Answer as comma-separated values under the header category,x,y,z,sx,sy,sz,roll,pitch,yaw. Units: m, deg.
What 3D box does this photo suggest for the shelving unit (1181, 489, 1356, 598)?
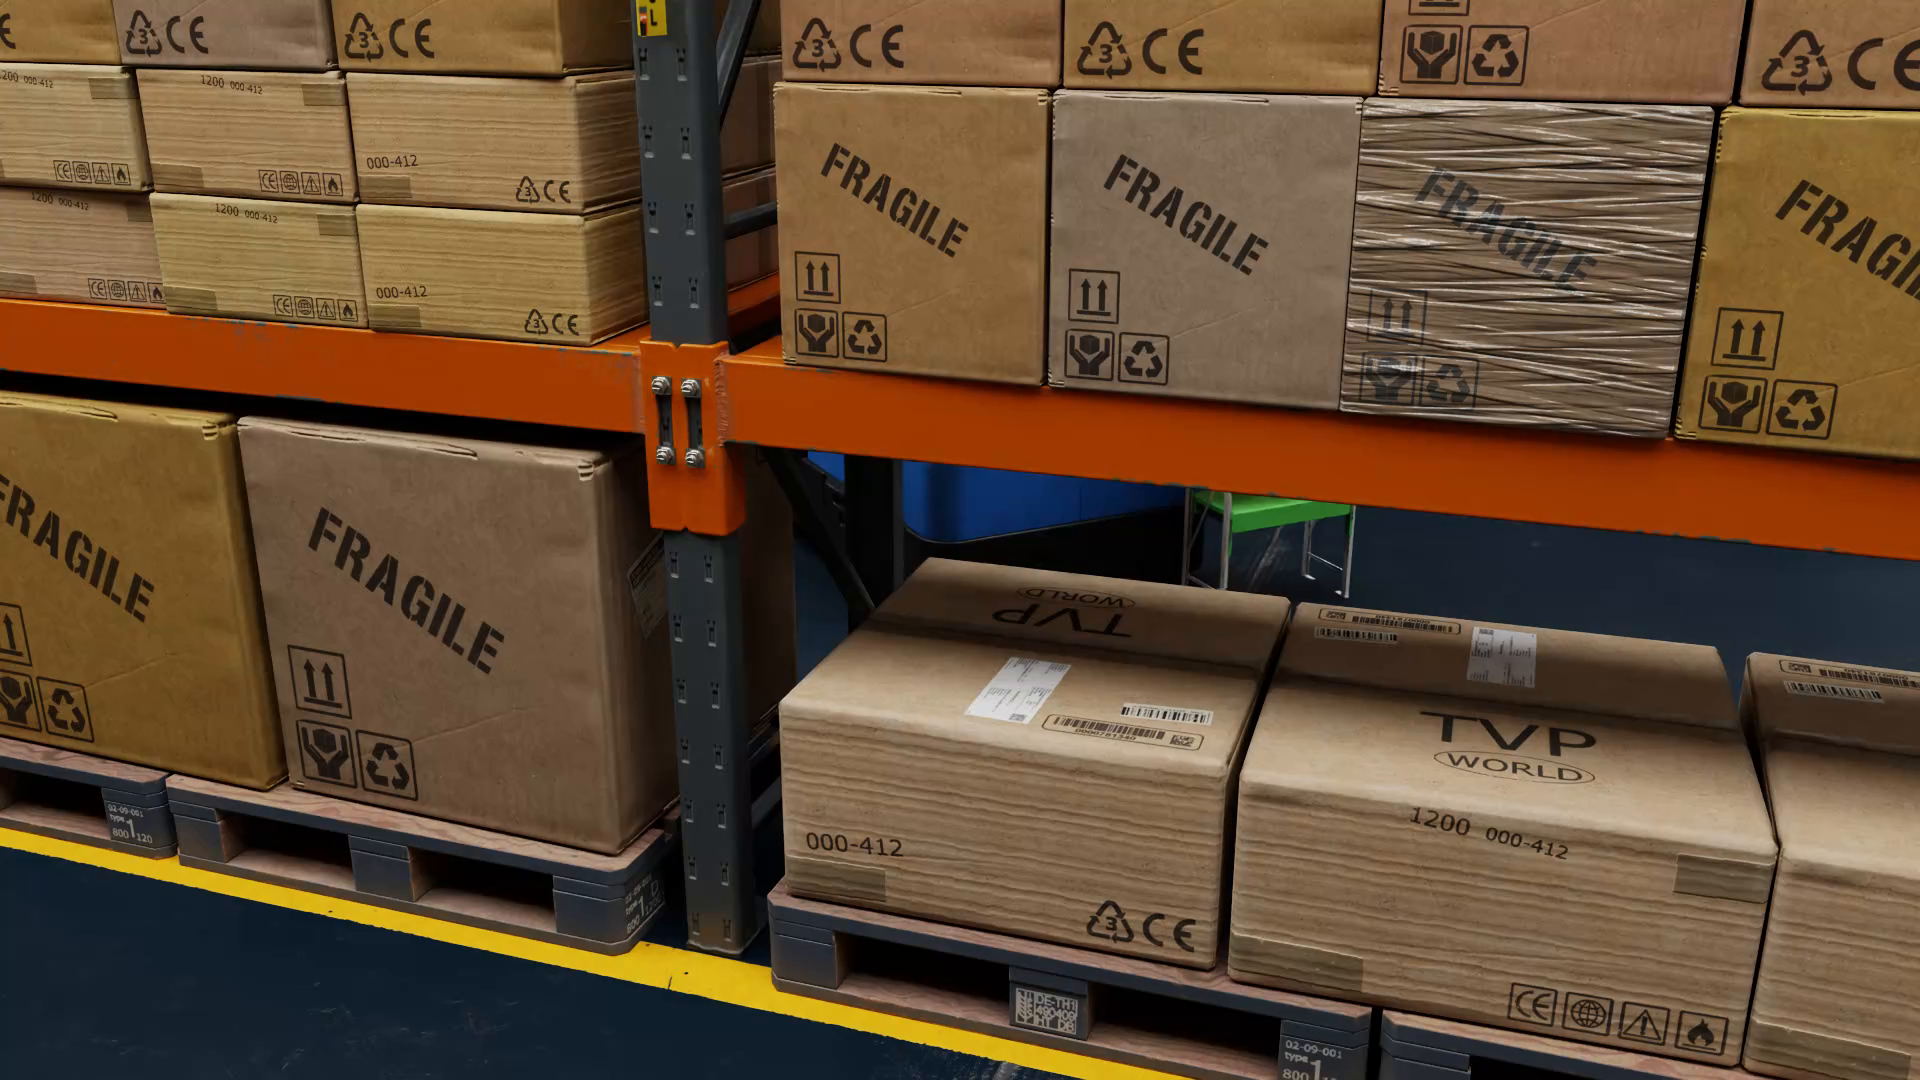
category,x,y,z,sx,sy,sz,roll,pitch,yaw
shelving unit,1.012,-0.375,5.329,0.503,1.200,0.258,-9,21,-24

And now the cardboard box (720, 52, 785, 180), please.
category,x,y,z,sx,sy,sz,roll,pitch,yaw
cardboard box,-0.685,-0.989,3.824,0.500,0.250,0.500,6,20,16

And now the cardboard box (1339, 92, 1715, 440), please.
category,x,y,z,sx,sy,sz,roll,pitch,yaw
cardboard box,0.937,-0.492,2.779,0.500,0.500,0.500,7,20,18

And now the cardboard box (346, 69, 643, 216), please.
category,x,y,z,sx,sy,sz,roll,pitch,yaw
cardboard box,-0.858,-0.826,3.356,0.500,0.250,0.500,7,20,18

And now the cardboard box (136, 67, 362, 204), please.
category,x,y,z,sx,sy,sz,roll,pitch,yaw
cardboard box,-1.333,-0.877,3.505,0.500,0.250,0.500,7,20,19

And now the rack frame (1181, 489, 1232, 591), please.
category,x,y,z,sx,sy,sz,roll,pitch,yaw
rack frame,0.791,-0.340,5.230,0.015,1.200,0.240,-9,21,-24

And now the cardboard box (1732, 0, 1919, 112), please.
category,x,y,z,sx,sy,sz,roll,pitch,yaw
cardboard box,1.439,-0.910,2.460,0.500,0.500,0.500,6,20,18

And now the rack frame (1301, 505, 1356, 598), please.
category,x,y,z,sx,sy,sz,roll,pitch,yaw
rack frame,1.232,-0.409,5.428,0.015,1.200,0.240,-9,21,-24

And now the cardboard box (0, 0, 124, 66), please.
category,x,y,z,sx,sy,sz,roll,pitch,yaw
cardboard box,-1.830,-1.292,3.556,0.500,0.500,0.500,7,20,20

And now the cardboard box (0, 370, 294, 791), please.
category,x,y,z,sx,sy,sz,roll,pitch,yaw
cardboard box,-1.830,-0.021,4.169,0.875,0.875,0.875,7,20,20

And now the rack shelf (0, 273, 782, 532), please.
category,x,y,z,sx,sy,sz,roll,pitch,yaw
rack shelf,-2.251,-0.565,4.232,4.000,0.370,1.077,7,20,18

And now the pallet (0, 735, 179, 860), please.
category,x,y,z,sx,sy,sz,roll,pitch,yaw
pallet,-2.272,0.437,4.501,1.213,0.211,1.003,7,20,18

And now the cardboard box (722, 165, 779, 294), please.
category,x,y,z,sx,sy,sz,roll,pitch,yaw
cardboard box,-0.691,-0.747,3.891,0.500,0.250,0.500,6,20,17

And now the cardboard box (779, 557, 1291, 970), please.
category,x,y,z,sx,sy,sz,roll,pitch,yaw
cardboard box,0.196,0.424,3.556,0.875,0.438,0.875,6,20,17

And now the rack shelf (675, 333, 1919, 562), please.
category,x,y,z,sx,sy,sz,roll,pitch,yaw
rack shelf,1.527,-0.133,2.993,4.000,0.370,1.077,7,20,18

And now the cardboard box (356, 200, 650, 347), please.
category,x,y,z,sx,sy,sz,roll,pitch,yaw
cardboard box,-0.868,-0.588,3.433,0.500,0.250,0.500,6,20,17

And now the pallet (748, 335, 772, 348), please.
category,x,y,z,sx,sy,sz,roll,pitch,yaw
pallet,-0.725,-1.137,9.016,1.213,0.211,1.003,7,20,18

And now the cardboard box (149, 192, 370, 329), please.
category,x,y,z,sx,sy,sz,roll,pitch,yaw
cardboard box,-1.349,-0.643,3.592,0.500,0.250,0.500,6,20,17

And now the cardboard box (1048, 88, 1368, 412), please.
category,x,y,z,sx,sy,sz,roll,pitch,yaw
cardboard box,0.469,-0.548,2.939,0.500,0.500,0.500,7,20,18

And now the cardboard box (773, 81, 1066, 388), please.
category,x,y,z,sx,sy,sz,roll,pitch,yaw
cardboard box,-0.005,-0.604,3.099,0.500,0.500,0.500,7,20,20

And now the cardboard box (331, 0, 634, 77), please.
category,x,y,z,sx,sy,sz,roll,pitch,yaw
cardboard box,-0.866,-1.178,3.228,0.500,0.500,0.500,7,20,20

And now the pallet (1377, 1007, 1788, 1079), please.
category,x,y,z,sx,sy,sz,roll,pitch,yaw
pallet,1.487,0.866,3.271,1.213,0.211,1.003,7,20,18

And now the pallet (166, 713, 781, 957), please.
category,x,y,z,sx,sy,sz,roll,pitch,yaw
pallet,-1.116,0.568,4.125,1.213,0.211,1.003,7,20,18

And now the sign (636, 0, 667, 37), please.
category,x,y,z,sx,sy,sz,roll,pitch,yaw
sign,-0.531,-1.028,2.830,0.005,0.325,0.100,7,20,18

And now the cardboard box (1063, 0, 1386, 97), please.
category,x,y,z,sx,sy,sz,roll,pitch,yaw
cardboard box,0.483,-1.025,2.787,0.500,0.500,0.500,6,20,17

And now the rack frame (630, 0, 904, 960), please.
category,x,y,z,sx,sy,sz,roll,pitch,yaw
rack frame,-0.362,-0.688,3.494,0.127,3.000,1.000,7,20,18

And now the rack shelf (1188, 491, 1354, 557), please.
category,x,y,z,sx,sy,sz,roll,pitch,yaw
rack shelf,1.012,-0.088,5.429,0.480,0.148,0.258,-9,21,-24

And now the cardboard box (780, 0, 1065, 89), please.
category,x,y,z,sx,sy,sz,roll,pitch,yaw
cardboard box,0.008,-1.081,2.950,0.500,0.500,0.500,7,20,18

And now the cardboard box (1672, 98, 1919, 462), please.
category,x,y,z,sx,sy,sz,roll,pitch,yaw
cardboard box,1.424,-0.437,2.620,0.500,0.500,0.500,7,20,20

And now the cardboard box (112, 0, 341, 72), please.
category,x,y,z,sx,sy,sz,roll,pitch,yaw
cardboard box,-1.358,-1.232,3.381,0.500,0.500,0.500,7,20,19

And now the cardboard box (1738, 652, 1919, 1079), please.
category,x,y,z,sx,sy,sz,roll,pitch,yaw
cardboard box,1.893,0.619,2.999,0.875,0.438,0.875,7,20,20

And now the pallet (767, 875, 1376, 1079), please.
category,x,y,z,sx,sy,sz,roll,pitch,yaw
pallet,0.331,0.735,3.648,1.213,0.211,1.003,7,20,18

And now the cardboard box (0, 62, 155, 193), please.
category,x,y,z,sx,sy,sz,roll,pitch,yaw
cardboard box,-1.824,-0.932,3.660,0.500,0.250,0.500,7,20,19

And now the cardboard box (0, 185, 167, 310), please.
category,x,y,z,sx,sy,sz,roll,pitch,yaw
cardboard box,-1.820,-0.704,3.765,0.500,0.250,0.500,6,20,17

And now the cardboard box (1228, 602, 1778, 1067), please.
category,x,y,z,sx,sy,sz,roll,pitch,yaw
cardboard box,1.042,0.521,3.280,0.875,0.438,0.875,6,20,16

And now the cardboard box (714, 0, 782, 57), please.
category,x,y,z,sx,sy,sz,roll,pitch,yaw
cardboard box,-0.683,-1.345,3.706,0.500,0.500,0.500,7,20,19

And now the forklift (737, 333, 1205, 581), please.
category,x,y,z,sx,sy,sz,roll,pitch,yaw
forklift,-0.293,-1.590,6.185,1.130,2.935,3.031,-9,21,-25

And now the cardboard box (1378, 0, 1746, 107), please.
category,x,y,z,sx,sy,sz,roll,pitch,yaw
cardboard box,0.964,-0.966,2.619,0.500,0.500,0.500,7,20,19

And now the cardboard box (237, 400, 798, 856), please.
category,x,y,z,sx,sy,sz,roll,pitch,yaw
cardboard box,-0.974,0.074,3.896,0.875,0.875,0.875,7,20,20
